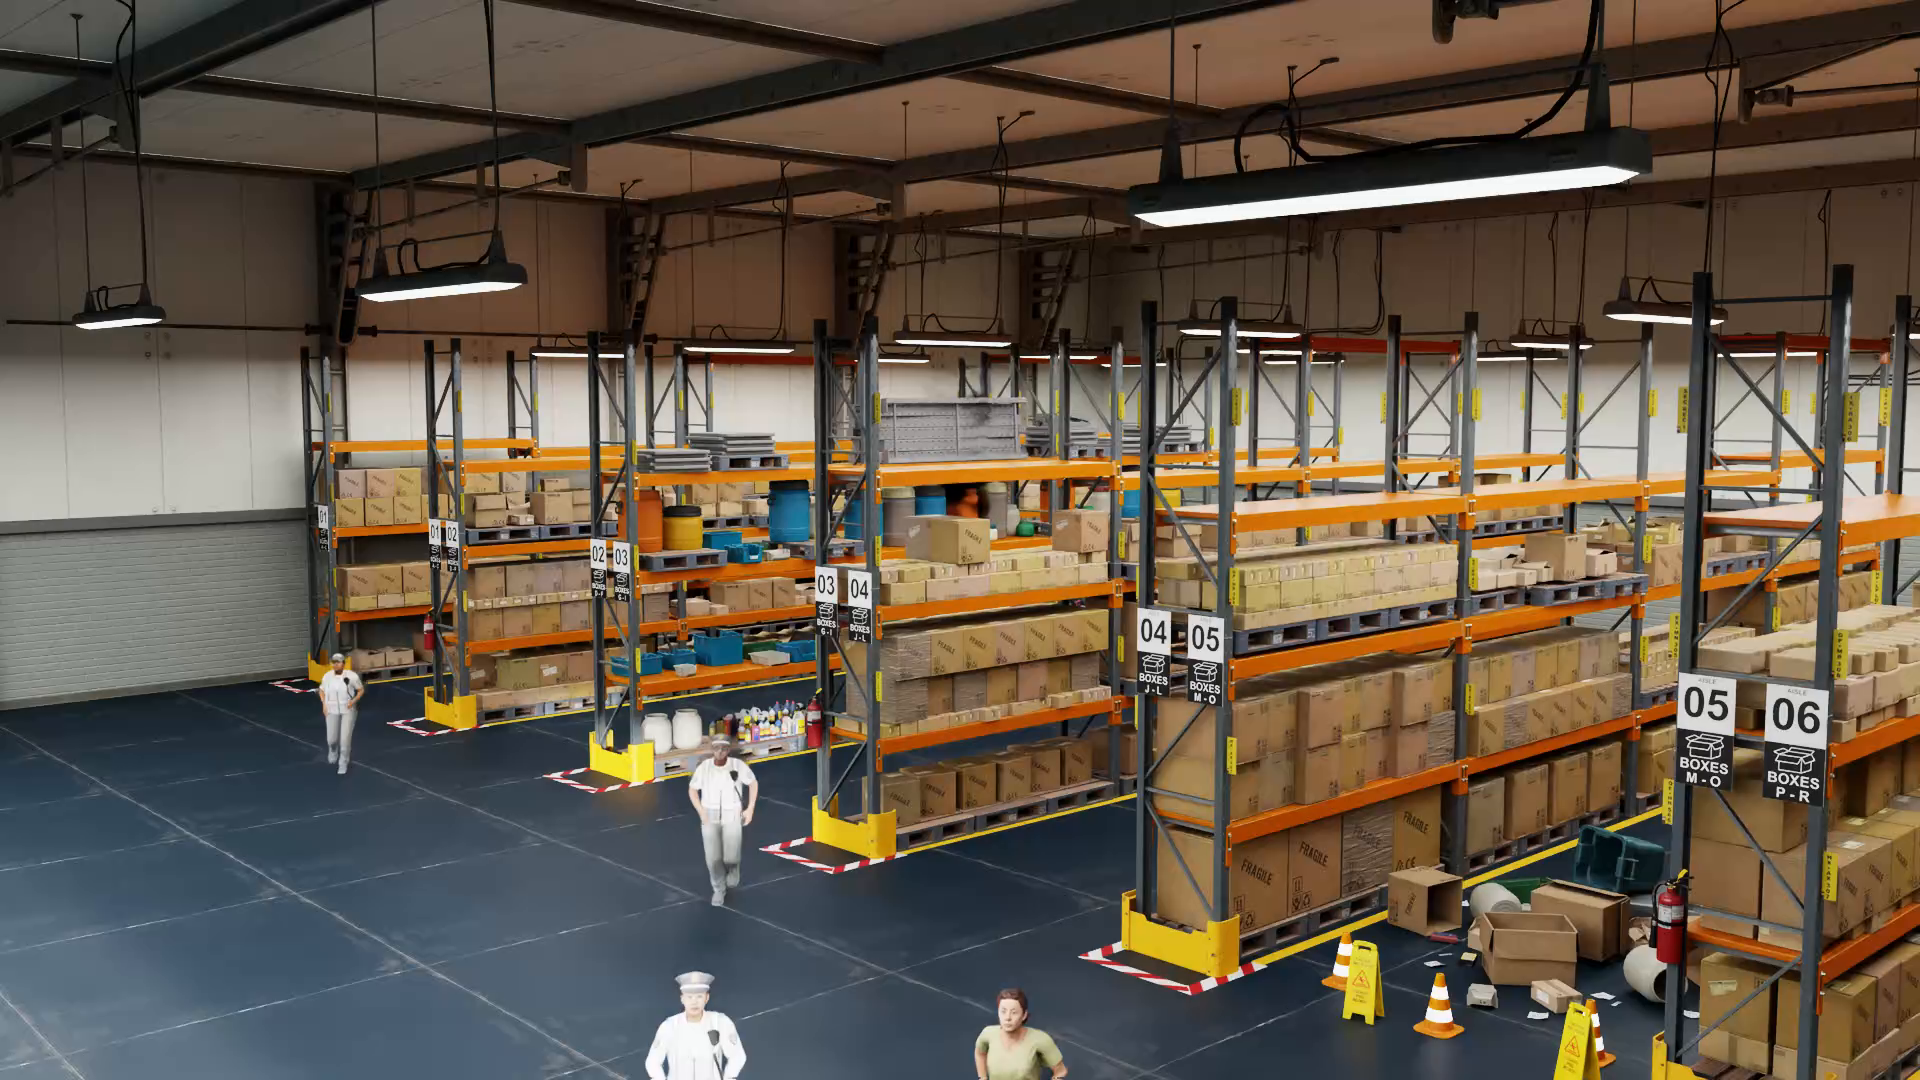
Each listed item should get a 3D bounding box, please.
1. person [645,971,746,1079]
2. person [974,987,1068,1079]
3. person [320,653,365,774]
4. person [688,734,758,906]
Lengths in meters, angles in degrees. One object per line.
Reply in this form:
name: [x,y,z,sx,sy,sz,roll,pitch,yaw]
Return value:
person: [-1.626,3.442,10.239,0.614,1.647,0.580,-1,5,-6]
person: [0.356,3.458,9.877,0.572,1.702,0.840,1,5,7]
person: [-8.465,2.360,22.778,0.599,1.640,0.589,-1,5,-12]
person: [-2.412,2.819,16.946,0.700,1.751,0.597,-1,5,-6]
